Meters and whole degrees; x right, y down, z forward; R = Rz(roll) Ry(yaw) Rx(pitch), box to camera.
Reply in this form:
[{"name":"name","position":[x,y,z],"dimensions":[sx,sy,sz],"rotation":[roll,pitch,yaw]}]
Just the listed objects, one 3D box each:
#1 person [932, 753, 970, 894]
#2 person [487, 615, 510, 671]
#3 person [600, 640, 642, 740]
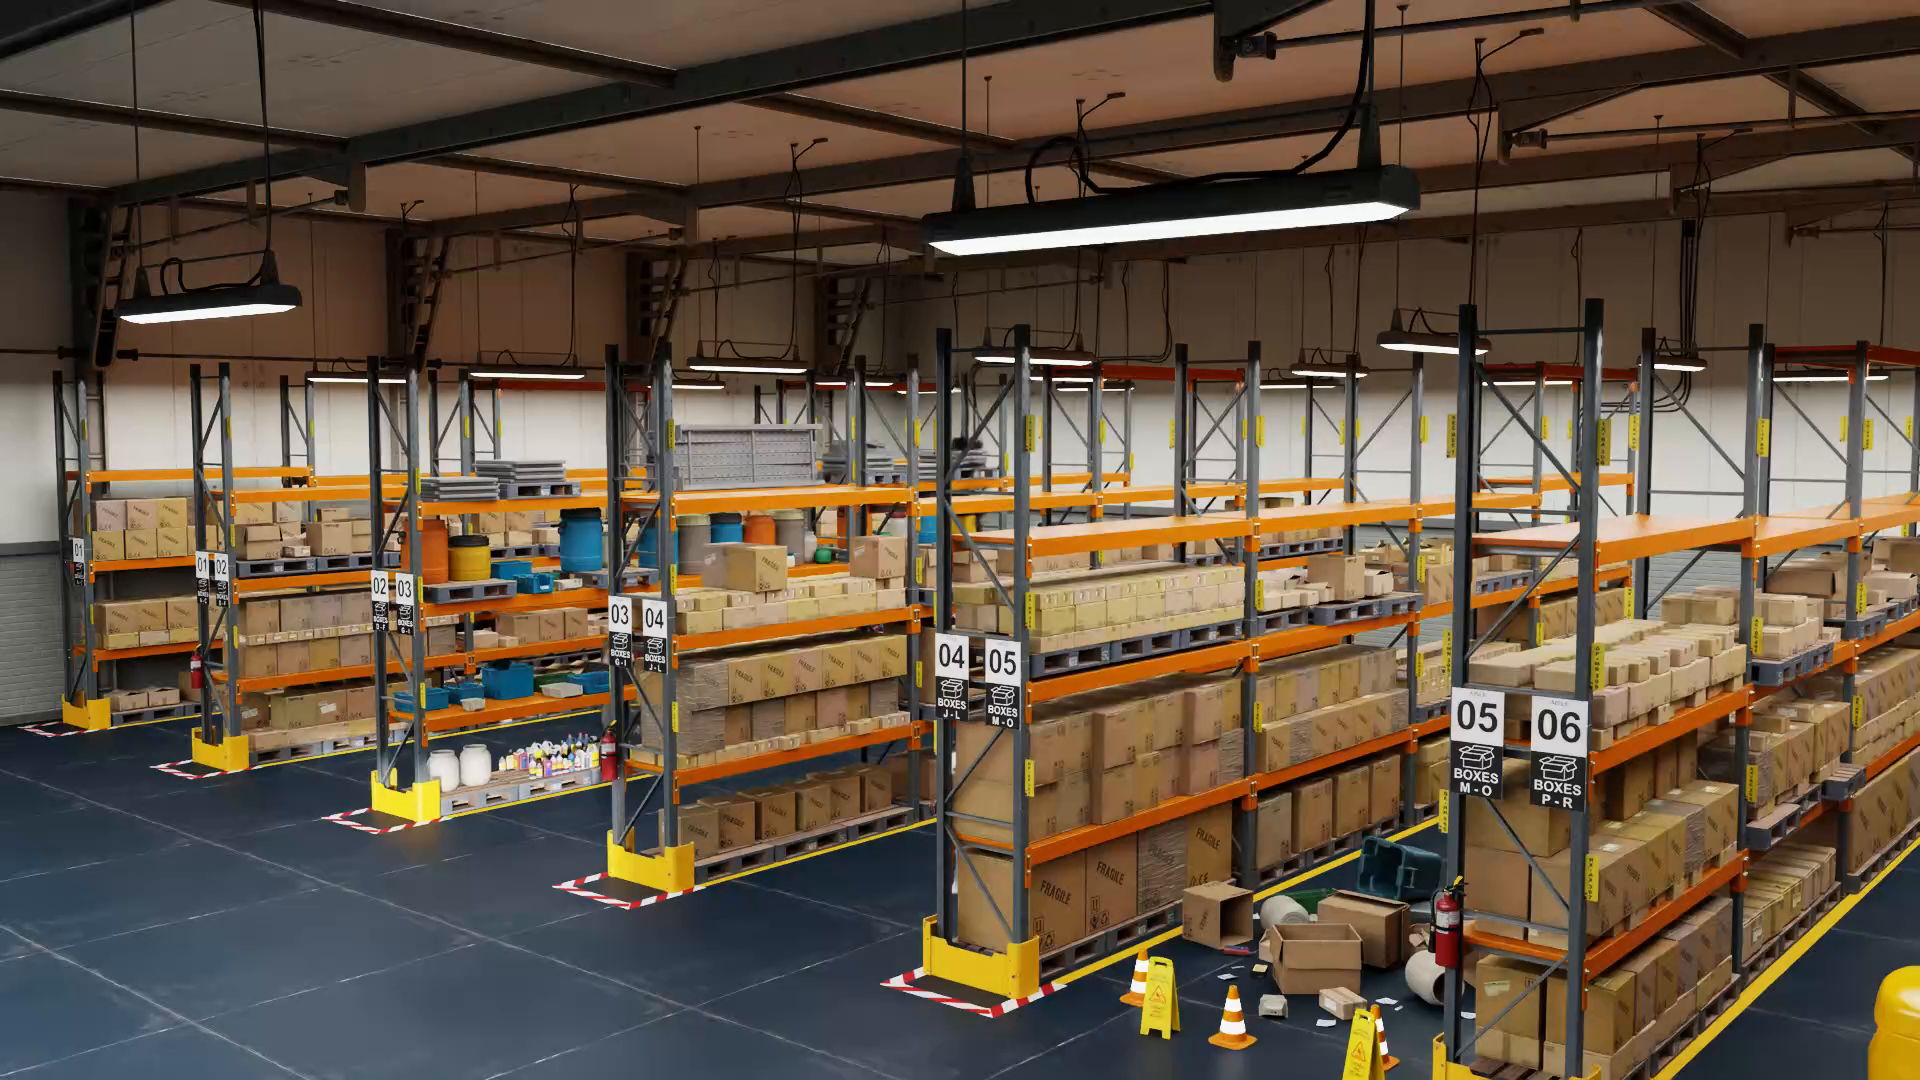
[{"name":"person","position":[0.049,2.992,18.364],"dimensions":[0.724,1.752,0.583],"rotation":[2,5,25]},{"name":"person","position":[-8.511,2.151,30.699],"dimensions":[0.509,1.566,0.625],"rotation":[3,5,38]},{"name":"person","position":[-5.466,2.413,26.724],"dimensions":[0.630,1.681,0.966],"rotation":[3,5,40]}]
